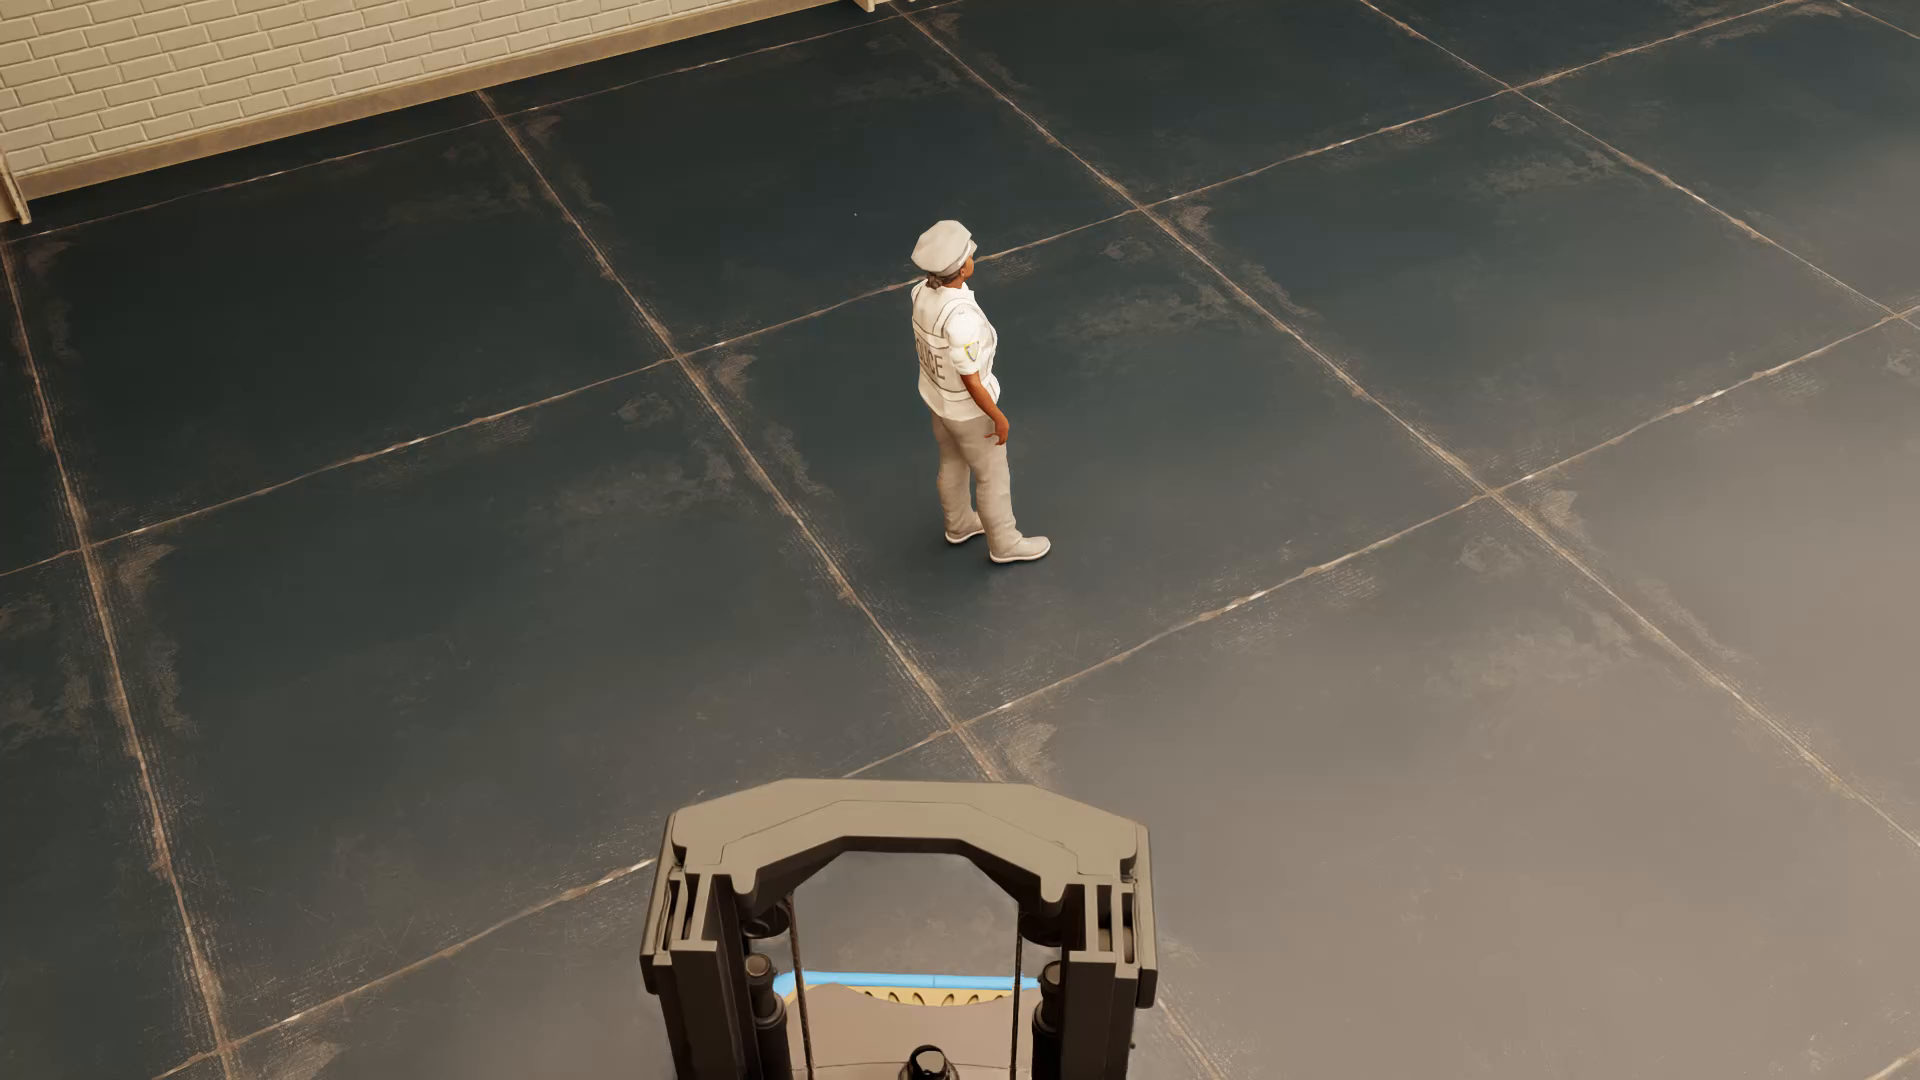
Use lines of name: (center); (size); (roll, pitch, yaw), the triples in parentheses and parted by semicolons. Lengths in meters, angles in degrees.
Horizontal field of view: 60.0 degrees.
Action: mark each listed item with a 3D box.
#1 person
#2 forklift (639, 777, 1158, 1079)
person: (0.075, -0.640, 7.287); (0.530, 1.695, 0.569); (-21, 47, -21)
forklift: (-0.124, 1.999, 3.543); (1.130, 2.935, 3.031); (1, 43, 1)
